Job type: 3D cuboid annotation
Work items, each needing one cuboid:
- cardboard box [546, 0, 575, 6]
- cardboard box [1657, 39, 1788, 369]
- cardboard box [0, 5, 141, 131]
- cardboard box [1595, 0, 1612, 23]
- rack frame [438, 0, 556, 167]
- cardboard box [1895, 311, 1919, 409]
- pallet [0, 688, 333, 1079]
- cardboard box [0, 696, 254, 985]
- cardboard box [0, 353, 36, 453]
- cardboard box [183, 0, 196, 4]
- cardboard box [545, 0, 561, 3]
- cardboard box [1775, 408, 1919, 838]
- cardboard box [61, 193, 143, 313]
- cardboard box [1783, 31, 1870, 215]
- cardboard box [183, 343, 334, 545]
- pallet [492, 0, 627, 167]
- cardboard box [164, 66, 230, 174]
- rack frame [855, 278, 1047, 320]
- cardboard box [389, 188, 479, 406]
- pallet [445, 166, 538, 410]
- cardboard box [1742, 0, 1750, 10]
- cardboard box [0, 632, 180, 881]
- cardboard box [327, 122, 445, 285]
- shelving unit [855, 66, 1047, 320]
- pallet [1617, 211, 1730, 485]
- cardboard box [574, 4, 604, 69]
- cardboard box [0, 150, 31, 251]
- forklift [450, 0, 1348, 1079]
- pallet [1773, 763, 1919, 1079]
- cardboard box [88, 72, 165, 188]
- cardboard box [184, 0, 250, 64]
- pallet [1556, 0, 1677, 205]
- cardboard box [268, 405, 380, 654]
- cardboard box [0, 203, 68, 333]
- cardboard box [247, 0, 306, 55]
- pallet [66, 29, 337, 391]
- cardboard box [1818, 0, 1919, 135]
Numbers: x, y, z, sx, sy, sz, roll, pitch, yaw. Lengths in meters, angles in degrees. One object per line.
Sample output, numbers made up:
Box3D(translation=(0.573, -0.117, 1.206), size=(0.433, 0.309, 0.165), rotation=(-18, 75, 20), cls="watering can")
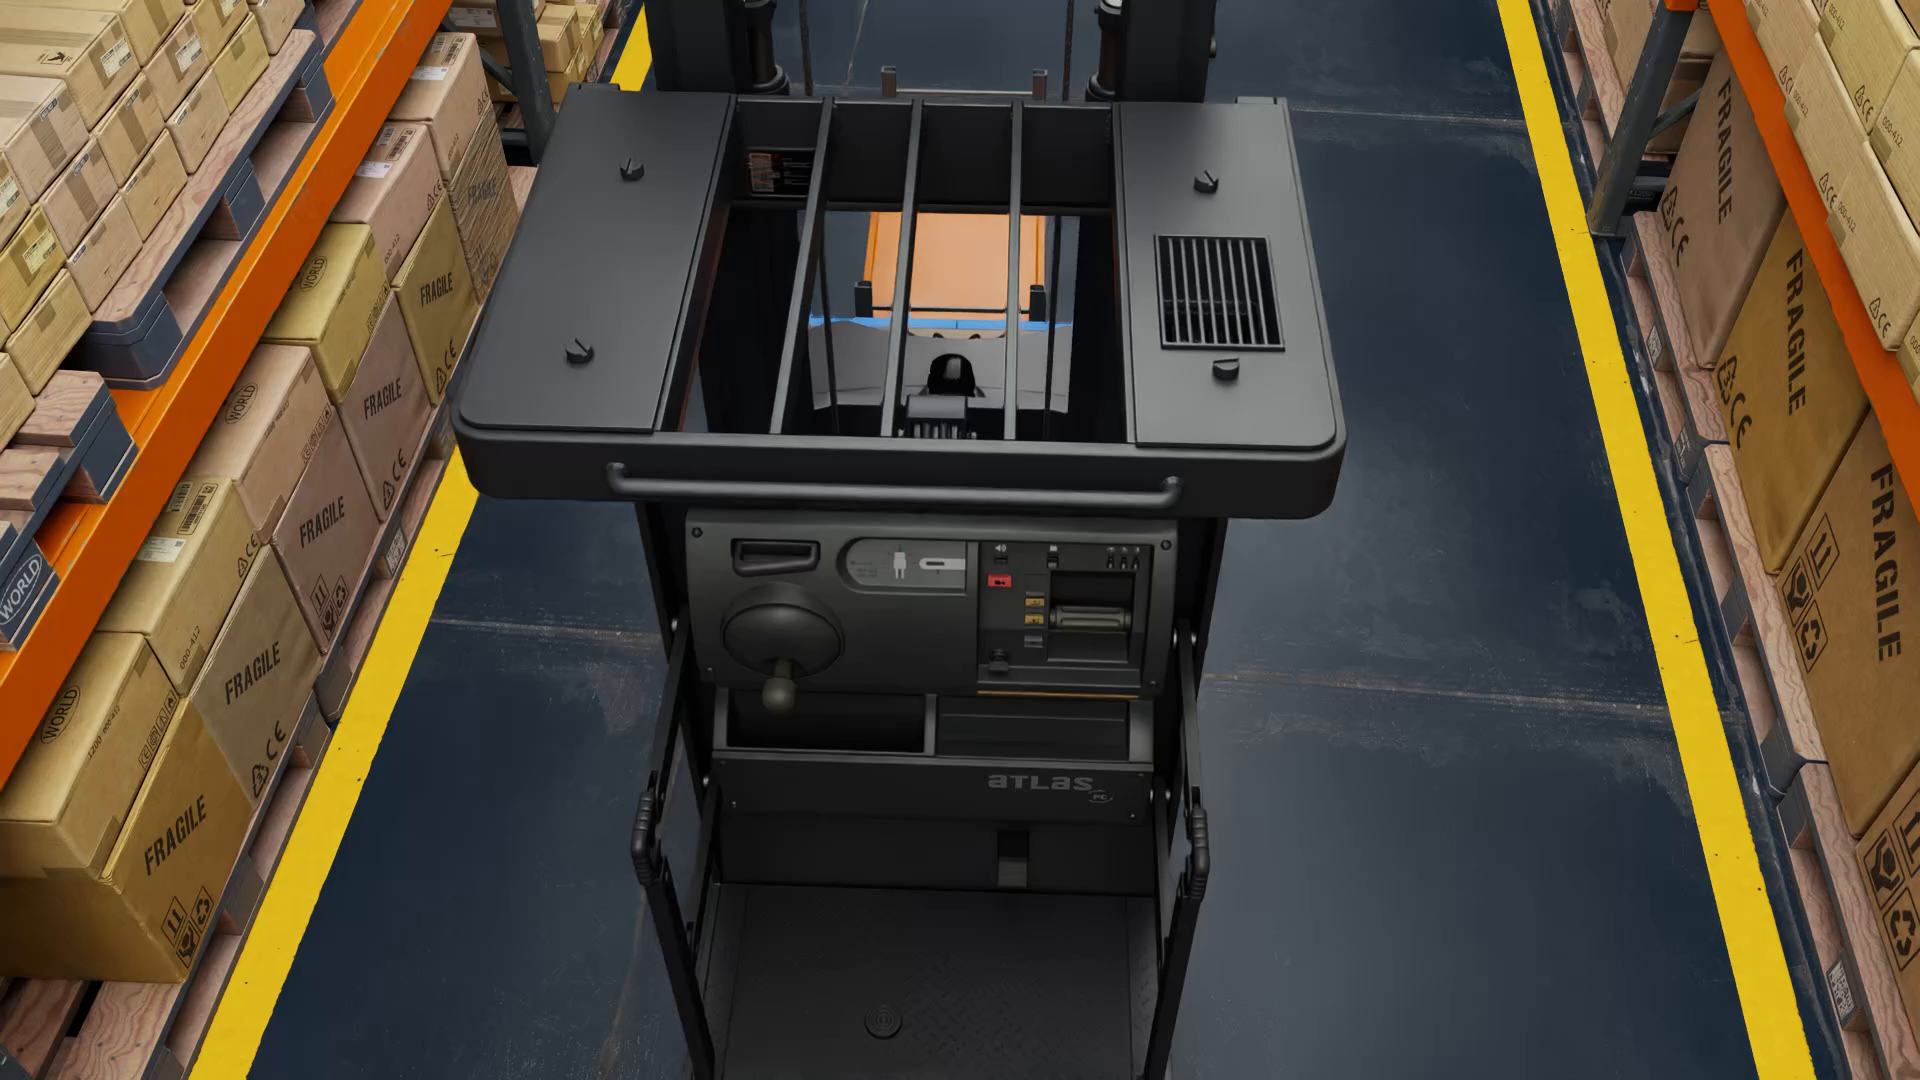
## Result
Box3D(translation=(-1.761, -2.148, 6.627), size=(0.380, 0.149, 0.250), rotation=(4, 48, 4), cls="cardboard box")
Box3D(translation=(2.915, -1.136, 5.411), size=(0.875, 0.875, 0.875), rotation=(5, 48, 5), cls="cardboard box")
Box3D(translation=(-2.058, -1.042, 3.652), size=(0.380, 0.149, 0.250), rotation=(5, 48, 5), cls="cardboard box")
Box3D(translation=(3.137, -2.561, 7.012), size=(0.875, 0.438, 0.875), rotation=(3, 48, 2), cls="cardboard box")
Box3D(translation=(-2.047, -2.431, 5.440), size=(1.000, 3.000, 0.127), rotation=(4, 48, 4), cls="rack frame")
Box3D(translation=(2.408, -0.317, 3.609), size=(0.500, 0.250, 0.500), rotation=(3, 48, 3), cls="cardboard box")
Box3D(translation=(-2.338, 0.876, 4.306), size=(1.003, 0.211, 1.213), rotation=(4, 48, 4), cls="pallet")
Box3D(translation=(-2.093, 0.708, 3.979), size=(0.500, 0.500, 0.500), rotation=(2, 48, 2), cls="cardboard box")
Box3D(translation=(-2.121, -0.259, 3.340), size=(0.380, 0.149, 0.250), rotation=(6, 48, 5), cls="cardboard box")
Box3D(translation=(-2.008, -1.423, 4.001), size=(0.380, 0.149, 0.250), rotation=(2, 48, 2), cls="cardboard box")
Box3D(translation=(-1.725, -2.249, 6.518), size=(0.380, 0.149, 0.250), rotation=(6, 48, 5), cls="cardboard box")
Box3D(translation=(2.759, 0.185, 4.203), size=(0.875, 0.875, 0.875), rotation=(4, 48, 4), cls="cardboard box")
Box3D(translation=(-2.076, -0.653, 3.700), size=(0.380, 0.149, 0.250), rotation=(5, 48, 5), cls="cardboard box")
Box3D(translation=(2.481, -1.060, 4.288), size=(0.500, 0.250, 0.500), rotation=(4, 48, 3), cls="cardboard box")
Box3D(translation=(-2.003, -0.268, 4.364), size=(0.500, 0.250, 0.500), rotation=(4, 48, 4), cls="cardboard box")
Box3D(translation=(-2.021, -1.986, 6.923), size=(1.003, 0.211, 1.213), rotation=(4, 48, 4), cls="pallet")
Box3D(translation=(-2.025, -1.029, 4.044), size=(0.380, 0.149, 0.250), rotation=(2, 48, 2), cls="cardboard box")
Box3D(translation=(-0.024, -0.288, 4.751), size=(0.500, 1.125, 0.032), rotation=(2, 48, 1), cls="rack frame")
Box3D(translation=(-1.910, -0.791, 5.350), size=(0.500, 0.500, 0.500), rotation=(3, 48, 3), cls="cardboard box")
Box3D(translation=(-2.116, -0.917, 5.946), size=(1.003, 0.211, 1.213), rotation=(4, 48, 4), cls="pallet")
Box3D(translation=(2.589, -1.816, 4.980), size=(0.500, 0.250, 0.500), rotation=(3, 48, 3), cls="cardboard box")
Box3D(translation=(-2.107, 0.467, 3.691), size=(0.500, 0.250, 0.500), rotation=(2, 48, 2), cls="cardboard box")
Box3D(translation=(-1.923, -1.041, 5.070), size=(0.500, 0.250, 0.500), rotation=(6, 48, 5), cls="cardboard box")
Box3D(translation=(-0.006, -0.662, 5.094), size=(0.538, 1.125, 1.048), rotation=(2, 48, 1), cls="shelving unit")
Box3D(translation=(2.897, -0.659, 5.710), size=(1.003, 0.211, 1.213), rotation=(4, 48, 4), cls="pallet")
Box3D(translation=(-1.669, -2.052, 6.741), size=(0.380, 0.149, 0.250), rotation=(5, 48, 5), cls="cardboard box")
Box3D(translation=(-2.103, -0.648, 3.292), size=(0.380, 0.149, 0.250), rotation=(2, 48, 2), cls="cardboard box")
Box3D(translation=(-0.062, 0.243, 3.042), size=(1.130, 2.935, 3.031), rotation=(2, 48, 1), cls="forklift")
Box3D(translation=(2.674, 1.134, 4.070), size=(1.003, 0.211, 1.213), rotation=(4, 48, 4), cls="pallet")
Box3D(translation=(-2.051, -0.937, 3.758), size=(0.380, 0.149, 0.250), rotation=(3, 48, 3), cls="cardboard box")
Box3D(translation=(-2.003, -1.314, 4.103), size=(0.380, 0.149, 0.250), rotation=(4, 48, 4), cls="cardboard box")
Box3D(translation=(3.039, -1.785, 6.739), size=(1.003, 0.211, 1.213), rotation=(4, 48, 4), cls="pallet")
Box3D(translation=(-2.008, -0.039, 4.663), size=(0.500, 0.500, 0.500), rotation=(3, 48, 3), cls="cardboard box")
Box3D(translation=(-2.101, -0.572, 3.424), size=(0.380, 0.149, 0.250), rotation=(4, 48, 4), cls="cardboard box")
Box3D(translation=(-1.976, -1.420, 4.401), size=(0.380, 0.149, 0.250), rotation=(2, 48, 2), cls="cardboard box")
Box3D(translation=(-2.272, -0.884, 4.156), size=(1.003, 0.211, 1.213), rotation=(4, 48, 4), cls="pallet")
Box3D(translation=(2.479, -1.232, 4.107), size=(0.500, 0.250, 0.500), rotation=(4, 48, 4), cls="cardboard box")
